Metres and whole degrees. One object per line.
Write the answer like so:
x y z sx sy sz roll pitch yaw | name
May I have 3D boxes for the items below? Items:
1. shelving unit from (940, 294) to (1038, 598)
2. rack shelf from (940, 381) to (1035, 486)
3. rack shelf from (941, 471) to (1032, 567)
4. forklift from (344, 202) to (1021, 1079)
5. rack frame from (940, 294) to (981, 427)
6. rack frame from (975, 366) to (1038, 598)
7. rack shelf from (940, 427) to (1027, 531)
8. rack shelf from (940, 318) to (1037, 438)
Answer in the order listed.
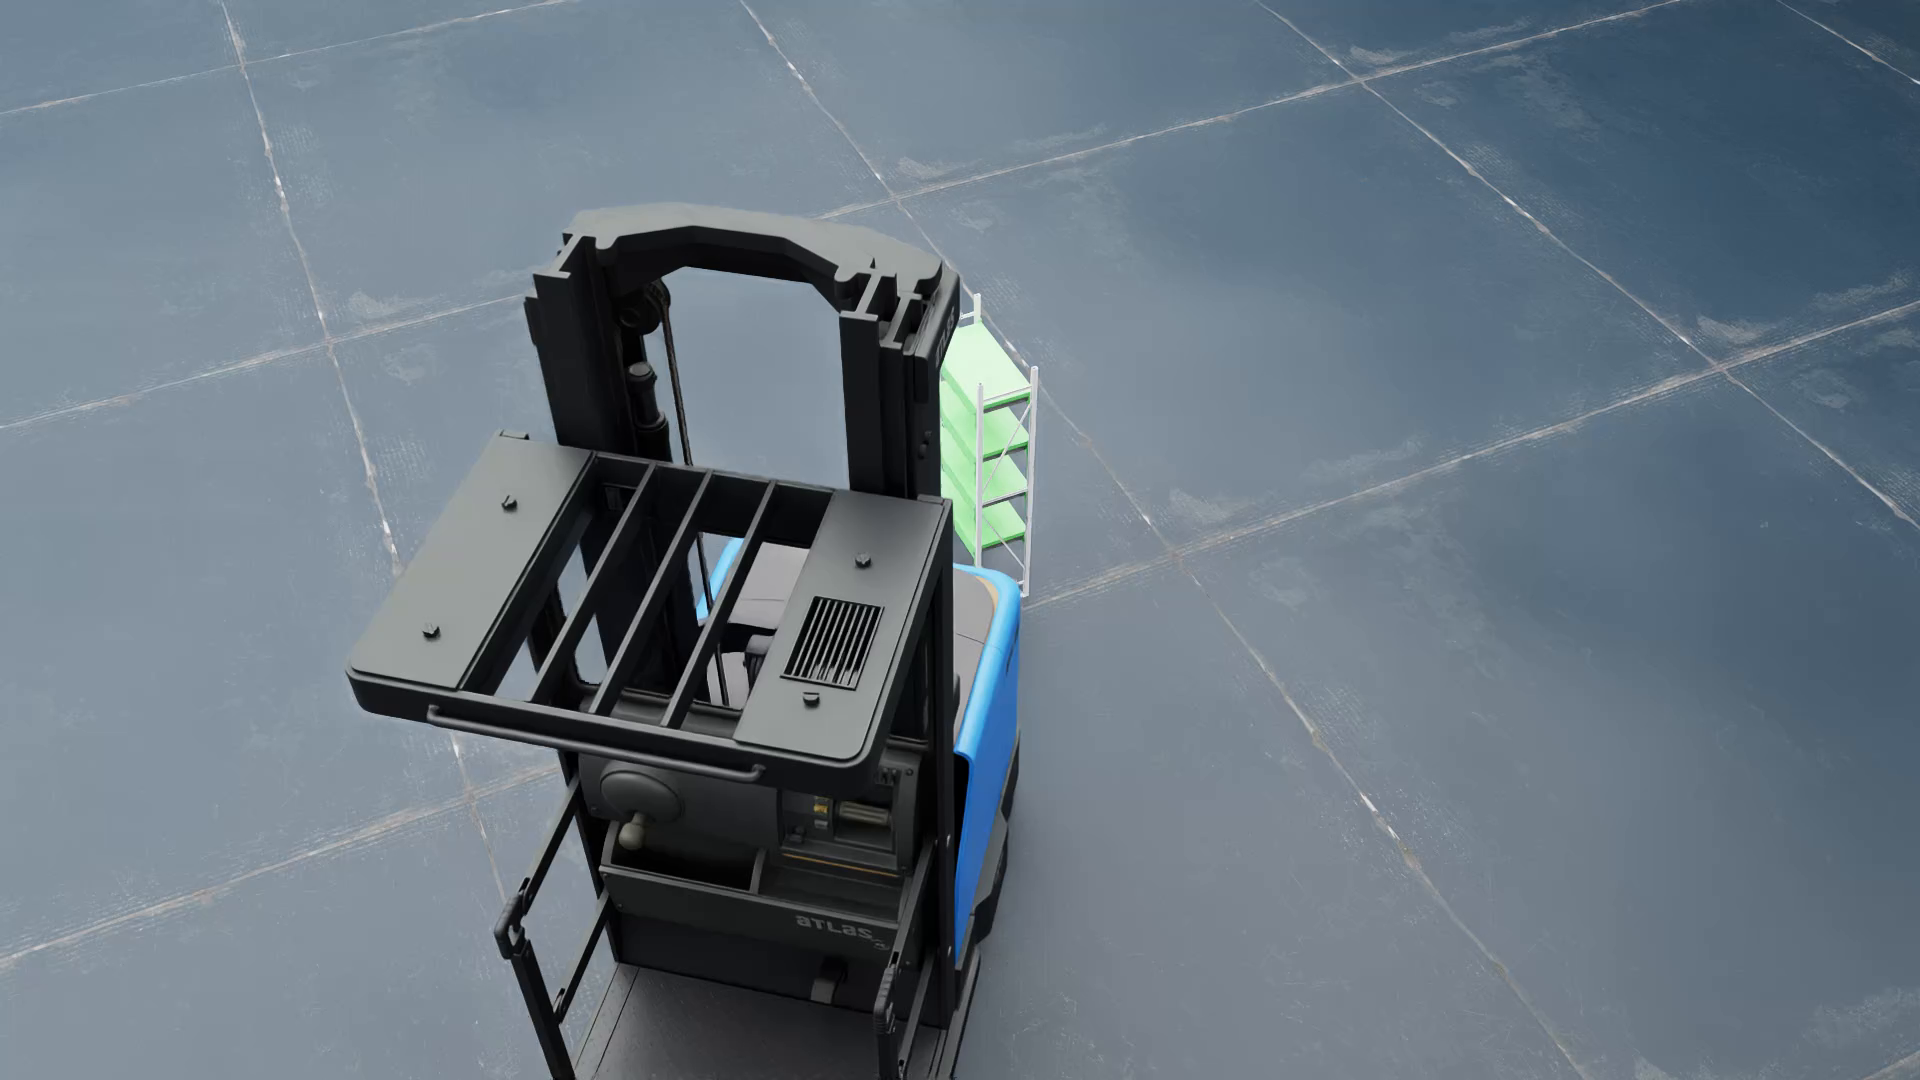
0.070 -0.322 6.591 0.258 1.200 0.503 -18 47 -17 | shelving unit
0.070 -0.447 6.467 0.258 0.148 0.480 -18 47 -17 | rack shelf
0.070 -0.105 6.804 0.258 0.148 0.480 -18 47 -17 | rack shelf
-0.611 0.766 4.256 1.130 2.935 3.031 9 45 9 | forklift
-0.033 -0.477 6.748 0.240 1.200 0.015 -18 47 -17 | rack frame
0.172 -0.166 6.433 0.240 1.200 0.015 -18 47 -17 | rack frame
0.070 -0.276 6.635 0.258 0.148 0.480 -18 47 -17 | rack shelf
0.070 -0.618 6.298 0.258 0.148 0.480 -18 47 -17 | rack shelf
